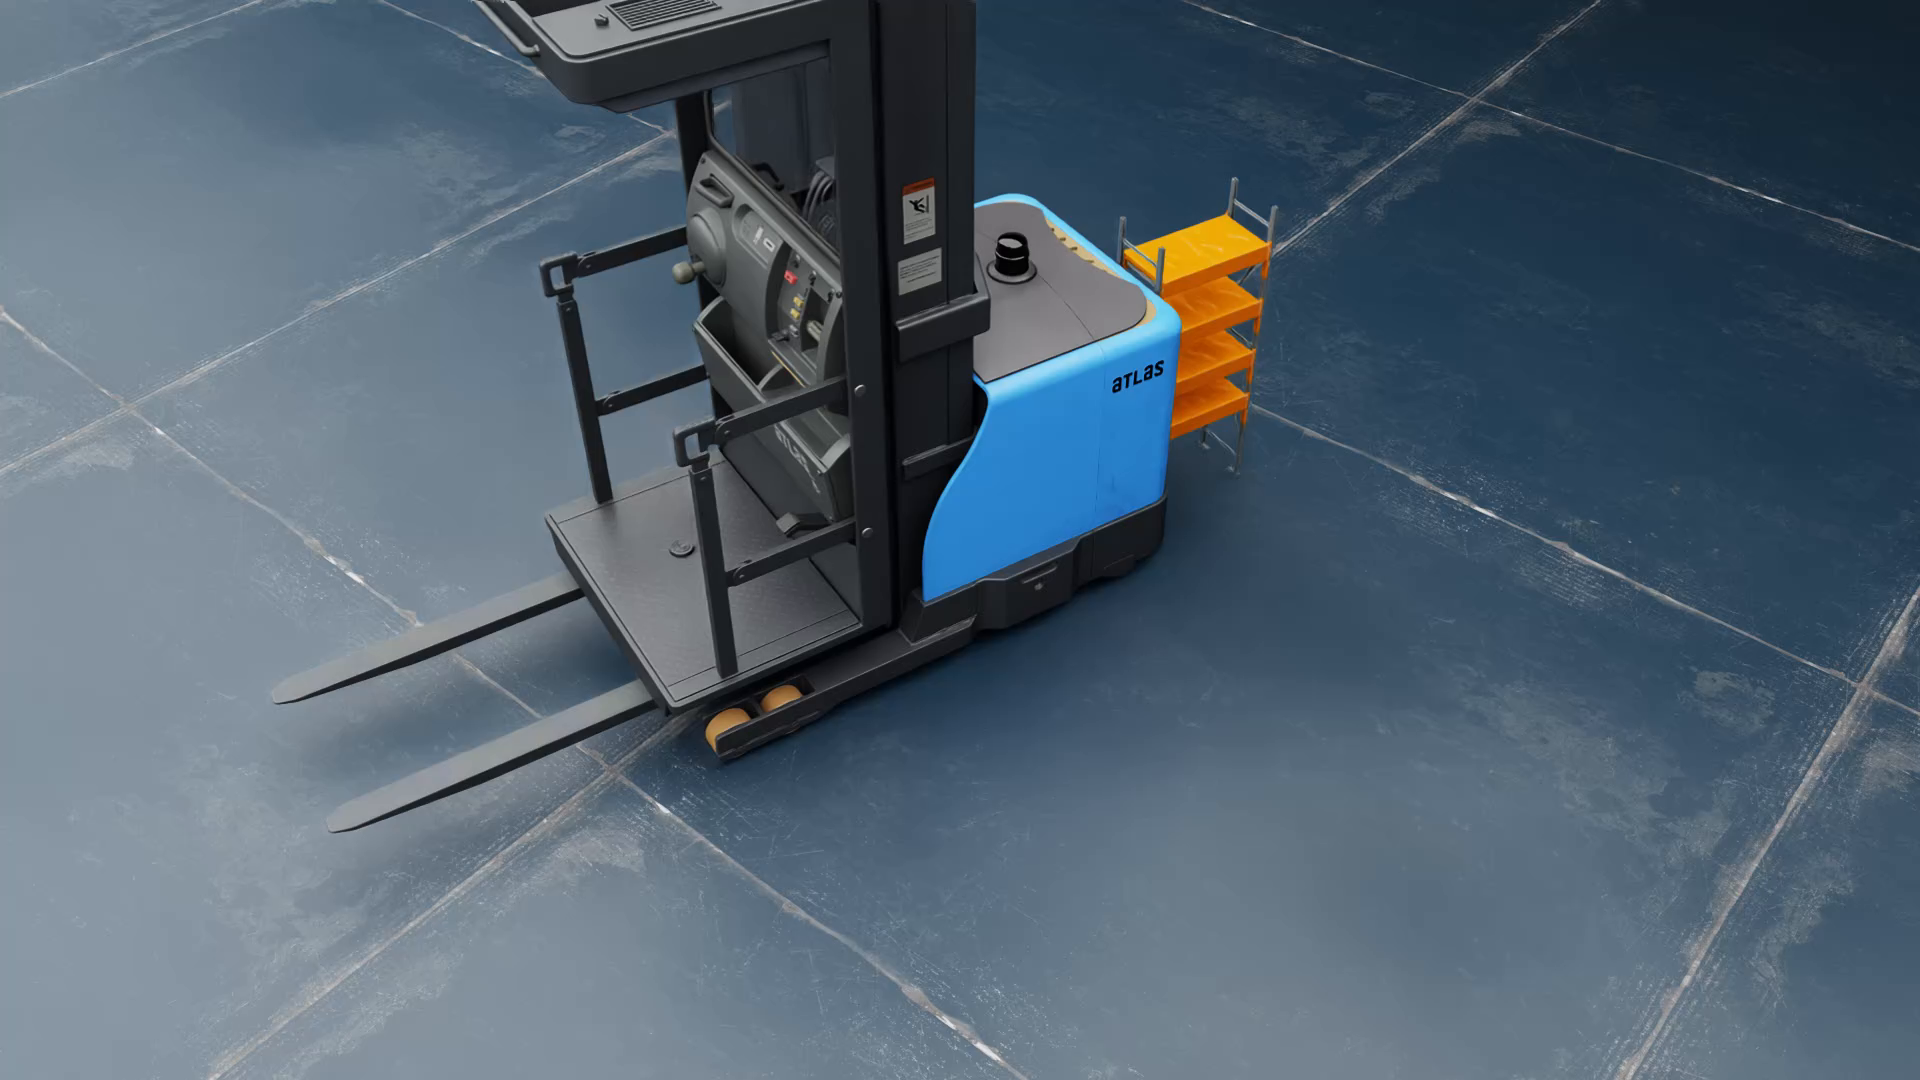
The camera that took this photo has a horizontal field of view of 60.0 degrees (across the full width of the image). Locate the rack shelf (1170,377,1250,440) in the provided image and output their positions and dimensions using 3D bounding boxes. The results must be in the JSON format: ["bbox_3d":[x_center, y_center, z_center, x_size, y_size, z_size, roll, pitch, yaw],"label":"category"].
[{"bbox_3d":[0.822,-0.483,6.285,0.480,0.148,0.258,-23,47,-23],"label":"rack shelf"}]

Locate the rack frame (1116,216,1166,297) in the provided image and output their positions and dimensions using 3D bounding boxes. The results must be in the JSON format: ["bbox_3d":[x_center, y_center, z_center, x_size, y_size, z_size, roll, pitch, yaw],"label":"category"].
[{"bbox_3d":[0.615,-0.593,6.010,0.015,1.200,0.240,-23,47,-23],"label":"rack frame"}]

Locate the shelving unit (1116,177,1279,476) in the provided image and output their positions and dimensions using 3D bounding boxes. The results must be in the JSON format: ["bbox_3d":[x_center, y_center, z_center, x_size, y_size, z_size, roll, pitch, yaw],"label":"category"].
[{"bbox_3d":[0.822,-0.680,6.106,0.503,1.200,0.258,-23,47,-23],"label":"shelving unit"}]

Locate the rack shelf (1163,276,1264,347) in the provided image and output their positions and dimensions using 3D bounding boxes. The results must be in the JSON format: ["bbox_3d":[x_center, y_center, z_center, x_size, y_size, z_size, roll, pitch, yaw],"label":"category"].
[{"bbox_3d":[0.822,-0.796,6.001,0.480,0.148,0.258,-23,47,-23],"label":"rack shelf"}]

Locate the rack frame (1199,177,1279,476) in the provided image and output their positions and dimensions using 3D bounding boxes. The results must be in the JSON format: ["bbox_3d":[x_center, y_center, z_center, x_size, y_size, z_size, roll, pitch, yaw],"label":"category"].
[{"bbox_3d":[1.029,-0.767,6.202,0.015,1.200,0.240,-23,47,-23],"label":"rack frame"}]

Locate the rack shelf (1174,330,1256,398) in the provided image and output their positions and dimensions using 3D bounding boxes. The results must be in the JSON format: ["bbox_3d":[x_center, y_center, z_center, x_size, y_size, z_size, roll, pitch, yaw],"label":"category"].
[{"bbox_3d":[0.822,-0.630,6.151,0.480,0.148,0.258,-23,47,-23],"label":"rack shelf"}]

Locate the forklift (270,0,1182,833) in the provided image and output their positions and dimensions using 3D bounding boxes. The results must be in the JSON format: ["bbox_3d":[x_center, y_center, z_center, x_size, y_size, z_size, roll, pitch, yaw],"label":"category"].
[{"bbox_3d":[-0.772,-0.776,4.925,3.031,2.935,1.130,-23,47,-23],"label":"forklift"}]

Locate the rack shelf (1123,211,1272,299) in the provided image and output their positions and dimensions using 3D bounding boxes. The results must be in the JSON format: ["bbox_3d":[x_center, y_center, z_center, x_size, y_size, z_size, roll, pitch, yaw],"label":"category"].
[{"bbox_3d":[0.822,-0.971,5.842,0.480,0.148,0.258,-23,47,-23],"label":"rack shelf"}]
